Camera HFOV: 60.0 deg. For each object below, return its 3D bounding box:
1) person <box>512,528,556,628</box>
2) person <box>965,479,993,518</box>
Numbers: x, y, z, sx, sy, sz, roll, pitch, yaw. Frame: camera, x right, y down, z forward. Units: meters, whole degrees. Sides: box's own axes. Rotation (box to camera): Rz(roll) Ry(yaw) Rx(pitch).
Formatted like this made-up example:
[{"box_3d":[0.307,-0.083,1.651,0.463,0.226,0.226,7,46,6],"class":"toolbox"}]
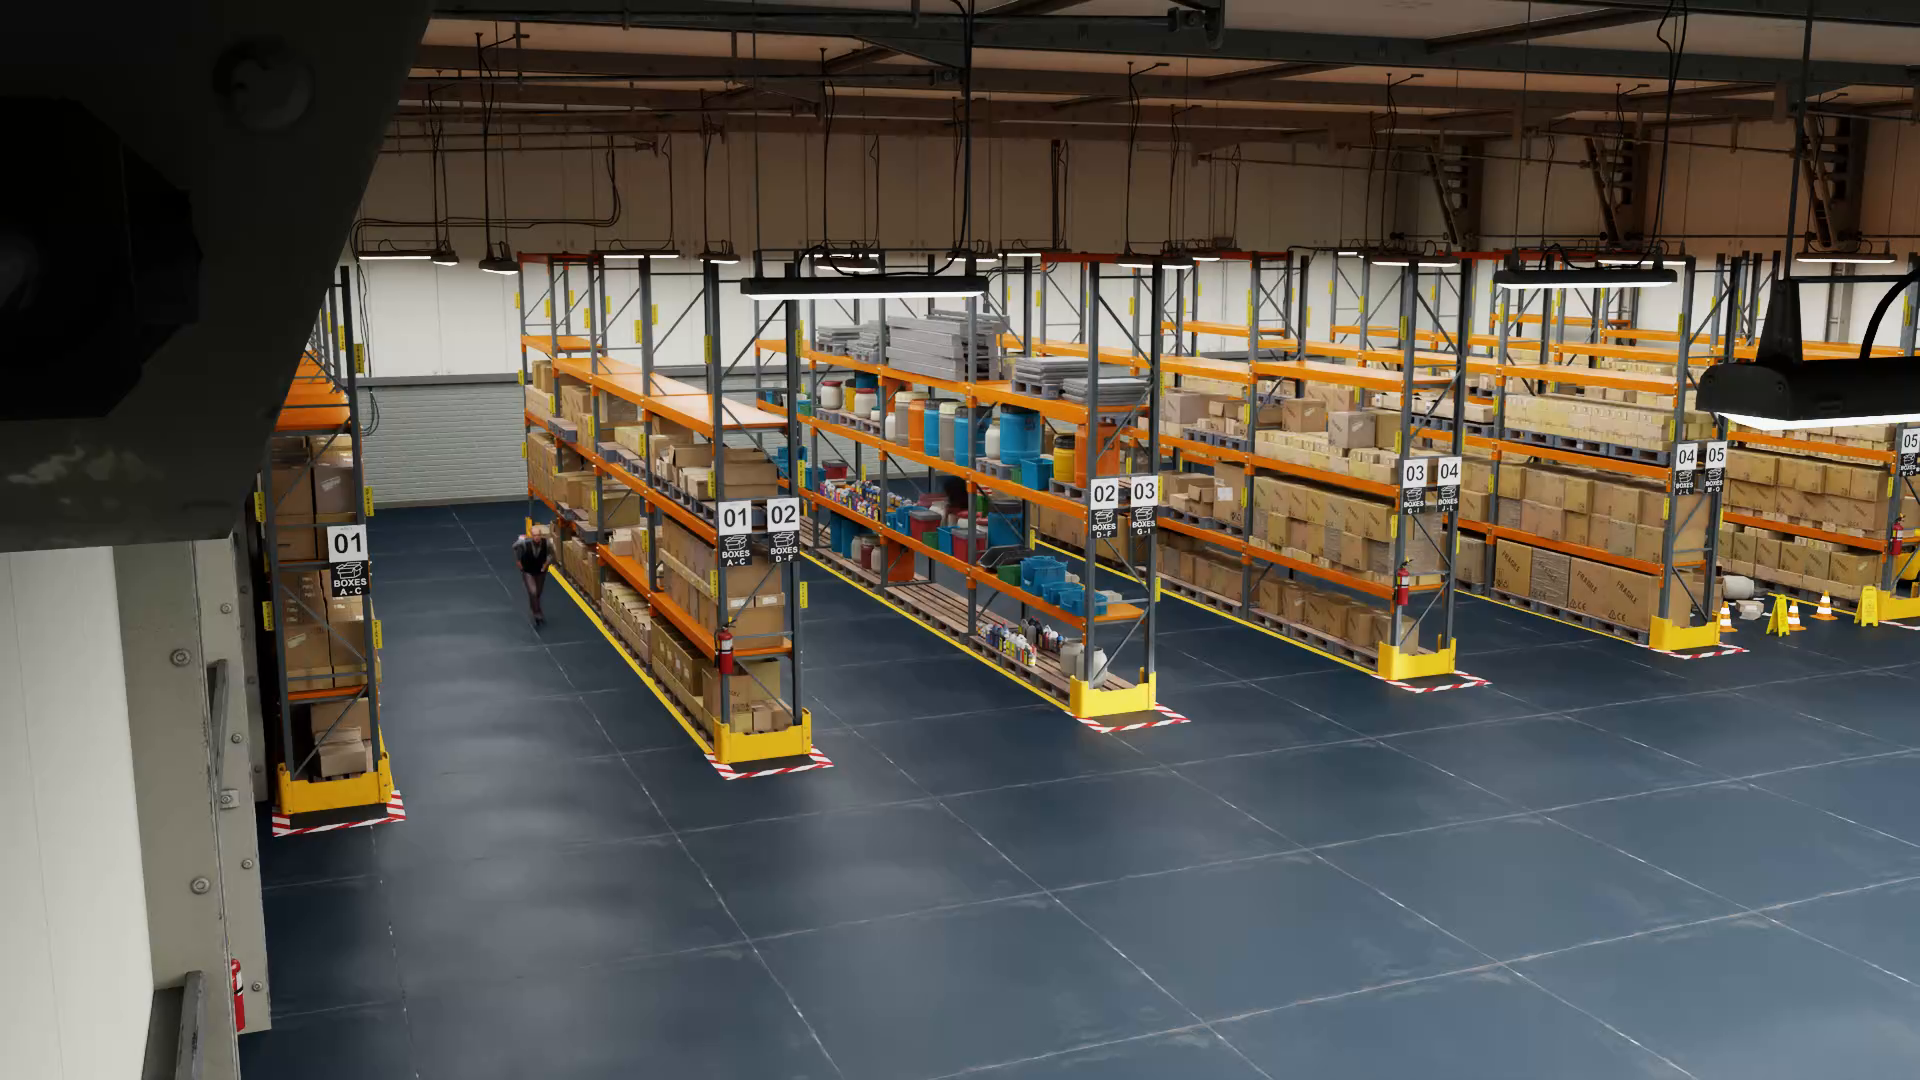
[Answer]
[{"box_3d":[-7.046,0.566,27.502,0.697,1.680,1.007,-4,11,-20],"class":"person"},{"box_3d":[0.482,-0.897,34.873,0.651,1.805,0.977,-4,11,-21],"class":"person"}]
